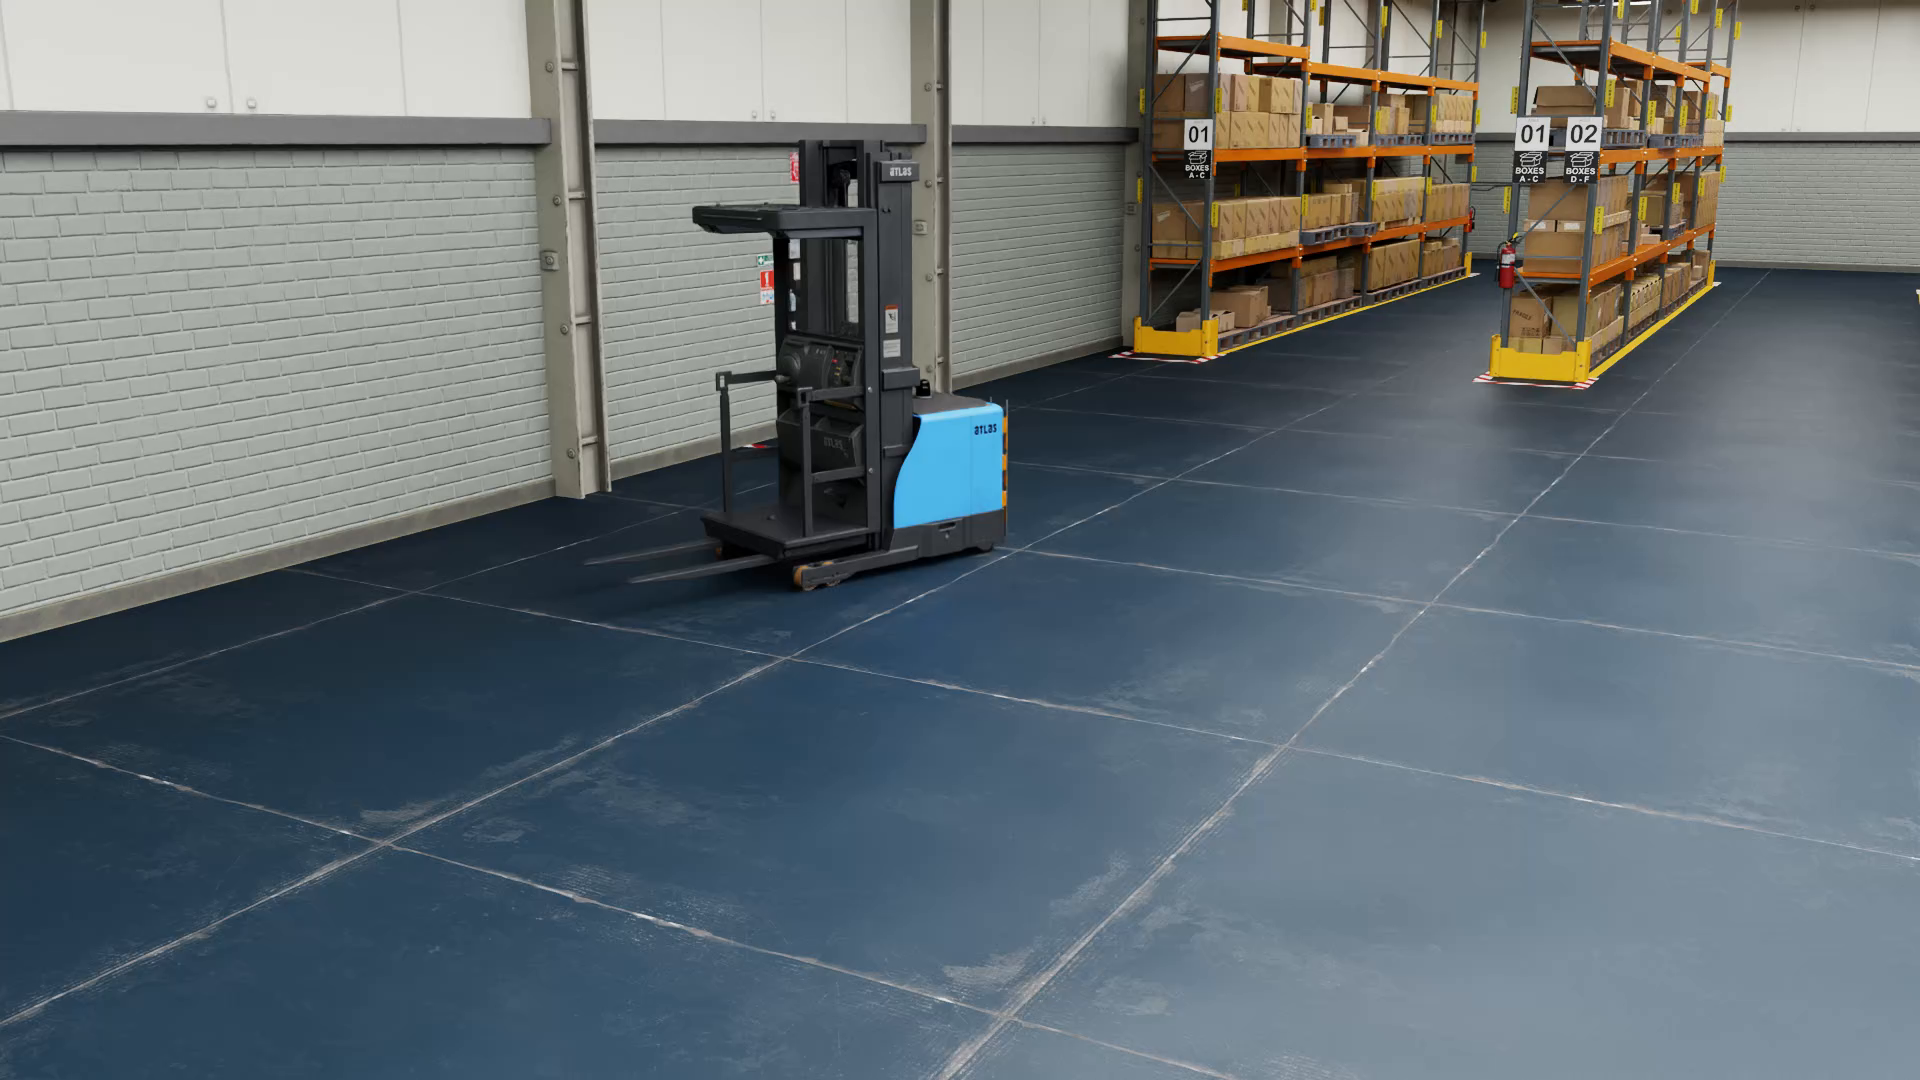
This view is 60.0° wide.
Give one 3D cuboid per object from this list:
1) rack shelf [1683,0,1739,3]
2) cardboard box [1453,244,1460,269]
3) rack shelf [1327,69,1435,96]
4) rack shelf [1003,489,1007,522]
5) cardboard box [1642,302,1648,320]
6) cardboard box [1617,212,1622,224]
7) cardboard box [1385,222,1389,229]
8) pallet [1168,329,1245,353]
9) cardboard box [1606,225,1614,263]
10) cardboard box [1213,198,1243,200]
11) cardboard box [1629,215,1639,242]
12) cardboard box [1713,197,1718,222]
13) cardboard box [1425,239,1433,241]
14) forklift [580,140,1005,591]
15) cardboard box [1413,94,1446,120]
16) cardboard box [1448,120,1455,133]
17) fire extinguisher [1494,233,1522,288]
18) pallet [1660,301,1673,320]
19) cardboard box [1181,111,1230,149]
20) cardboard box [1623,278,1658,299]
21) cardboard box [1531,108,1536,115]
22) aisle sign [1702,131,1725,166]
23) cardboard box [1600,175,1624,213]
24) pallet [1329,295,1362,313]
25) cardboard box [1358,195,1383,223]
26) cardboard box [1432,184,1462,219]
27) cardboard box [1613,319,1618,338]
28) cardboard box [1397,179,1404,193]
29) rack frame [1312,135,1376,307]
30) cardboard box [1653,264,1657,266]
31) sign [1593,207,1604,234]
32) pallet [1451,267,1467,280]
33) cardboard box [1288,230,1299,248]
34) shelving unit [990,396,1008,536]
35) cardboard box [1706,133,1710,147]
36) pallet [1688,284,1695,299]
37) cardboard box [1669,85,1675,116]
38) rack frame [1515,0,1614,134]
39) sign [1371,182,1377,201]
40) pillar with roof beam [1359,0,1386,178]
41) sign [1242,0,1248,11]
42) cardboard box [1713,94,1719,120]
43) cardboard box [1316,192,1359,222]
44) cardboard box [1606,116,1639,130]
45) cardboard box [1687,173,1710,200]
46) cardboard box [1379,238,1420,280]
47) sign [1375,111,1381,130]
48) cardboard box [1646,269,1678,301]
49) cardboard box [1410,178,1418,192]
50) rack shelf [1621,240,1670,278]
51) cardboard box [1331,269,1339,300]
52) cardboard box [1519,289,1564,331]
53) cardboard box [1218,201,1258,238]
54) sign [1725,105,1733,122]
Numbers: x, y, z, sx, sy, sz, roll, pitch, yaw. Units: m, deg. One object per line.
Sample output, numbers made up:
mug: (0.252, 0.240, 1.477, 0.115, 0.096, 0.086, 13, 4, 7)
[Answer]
rack shelf: (14.104, -10.575, 31.641, 1.077, 0.370, 4.000, 7, 15, 28)
cardboard box: (10.482, -6.197, 36.278, 0.700, 0.500, 0.500, 7, 15, 28)
rack shelf: (7.832, -8.505, 30.999, 1.077, 0.370, 4.000, 7, 15, 28)
rack shelf: (0.195, -0.260, 12.603, 0.240, 0.259, 0.215, -11, 17, -38)
cardboard box: (10.425, -3.579, 25.948, 0.500, 0.250, 0.500, 8, 16, 29)
cardboard box: (8.954, -4.466, 23.062, 0.380, 0.149, 0.250, 7, 15, 28)
cardboard box: (7.825, -5.918, 31.175, 0.380, 0.149, 0.250, 8, 16, 29)
pallet: (3.458, -2.903, 24.127, 1.003, 0.211, 1.213, 7, 15, 28)
cardboard box: (8.566, -4.086, 22.870, 0.700, 0.500, 0.500, 8, 16, 29)
cardboard box: (4.023, -4.923, 25.230, 0.500, 0.500, 0.500, 8, 16, 30)
cardboard box: (10.152, -4.756, 25.648, 0.500, 0.500, 0.500, 7, 15, 28)
cardboard box: (15.093, -6.729, 33.831, 0.500, 0.500, 0.500, 8, 16, 30)
cardboard box: (9.879, -6.354, 35.541, 0.380, 0.149, 0.250, 8, 16, 29)
forklift: (-1.128, -1.225, 11.361, 3.031, 2.935, 1.130, -11, 17, -39)
cardboard box: (9.389, -8.660, 33.265, 0.500, 0.500, 0.500, 7, 15, 28)
cardboard box: (9.864, -8.502, 34.209, 0.500, 0.250, 0.500, 7, 15, 26)
fire extinguisher: (6.872, -3.511, 20.862, 0.296, 0.674, 0.183, 7, 15, 28)
pallet: (11.598, -3.955, 28.488, 1.003, 0.211, 1.213, 7, 15, 28)
cardboard box: (3.379, -5.638, 22.862, 0.500, 0.500, 0.500, 8, 16, 30)
cardboard box: (10.920, -4.059, 26.744, 0.500, 0.311, 0.500, 7, 15, 27)
cardboard box: (7.662, -5.444, 21.440, 0.500, 0.250, 0.500, 7, 15, 28)
aisle sign: (15.372, -8.046, 33.961, 0.394, 0.787, 0.004, 7, 15, 28)
cardboard box: (8.818, -4.825, 23.165, 0.700, 0.500, 0.500, 7, 15, 28)
pallet: (6.486, -4.206, 29.531, 1.003, 0.211, 1.213, 7, 15, 28)
cardboard box: (7.324, -5.996, 30.113, 0.500, 0.500, 0.500, 8, 16, 30)
cardboard box: (10.153, -7.253, 35.578, 0.980, 0.700, 0.700, 7, 15, 28)
cardboard box: (8.987, -2.987, 23.494, 0.500, 0.250, 0.500, 7, 15, 28)
cardboard box: (8.049, -6.672, 31.319, 0.500, 0.250, 0.500, 7, 15, 27)
rack frame: (6.865, -5.722, 29.868, 1.000, 3.000, 0.127, 7, 15, 28)
cardboard box: (12.442, -4.799, 30.433, 0.500, 0.500, 0.500, 8, 16, 29)
sign: (7.819, -3.916, 20.359, 0.100, 0.325, 0.005, 7, 15, 28)
pallet: (10.415, -5.835, 36.286, 1.003, 0.211, 1.213, 7, 15, 28)
cardboard box: (4.968, -4.707, 25.934, 0.500, 0.250, 0.500, 7, 15, 28)
shelving unit: (0.195, -0.541, 12.536, 0.252, 1.050, 0.215, -11, 17, -38)
cardboard box: (13.834, -7.541, 31.335, 0.500, 0.250, 0.500, 7, 15, 28)
pallet: (13.470, -4.767, 31.858, 1.003, 0.211, 1.213, 7, 15, 28)
cardboard box: (11.667, -7.348, 27.865, 0.500, 0.500, 0.500, 7, 15, 28)
rack frame: (7.336, -6.437, 20.032, 1.000, 3.000, 0.127, 7, 15, 28)
sign: (7.345, -6.187, 29.495, 0.100, 0.325, 0.005, 7, 15, 28)
pillar with roof beam: (12.149, -9.213, 31.548, 9.100, 9.000, 0.400, 7, 15, 28)
sign: (4.443, -8.411, 25.889, 0.100, 0.325, 0.005, 7, 15, 28)
cardboard box: (14.837, -8.689, 33.426, 0.700, 0.500, 0.500, 7, 15, 28)
cardboard box: (6.647, -5.887, 29.400, 0.700, 0.500, 0.500, 5, 15, 21)
cardboard box: (9.576, -6.056, 24.276, 0.500, 0.250, 0.500, 9, 16, 34)
cardboard box: (14.109, -6.793, 31.964, 0.500, 0.500, 0.500, 7, 15, 26)
cardboard box: (8.599, -5.554, 32.861, 0.750, 0.750, 0.750, 8, 15, 29)
sign: (7.339, -7.370, 29.200, 0.100, 0.325, 0.005, 7, 15, 28)
cardboard box: (12.169, -4.432, 28.911, 0.500, 0.500, 0.500, 7, 15, 27)
cardboard box: (8.542, -6.882, 32.187, 0.500, 0.250, 0.500, 8, 16, 29)
rack shelf: (10.237, -4.402, 25.926, 1.077, 0.370, 4.000, 7, 15, 28)
cardboard box: (6.212, -4.475, 29.089, 0.700, 0.500, 0.500, 7, 15, 28)
cardboard box: (7.806, -3.103, 22.375, 0.500, 0.500, 0.500, 7, 15, 28)
cardboard box: (3.995, -4.652, 24.105, 0.500, 0.500, 0.500, 7, 15, 26)
sign: (15.547, -8.625, 33.618, 0.100, 0.325, 0.005, 7, 15, 28)
